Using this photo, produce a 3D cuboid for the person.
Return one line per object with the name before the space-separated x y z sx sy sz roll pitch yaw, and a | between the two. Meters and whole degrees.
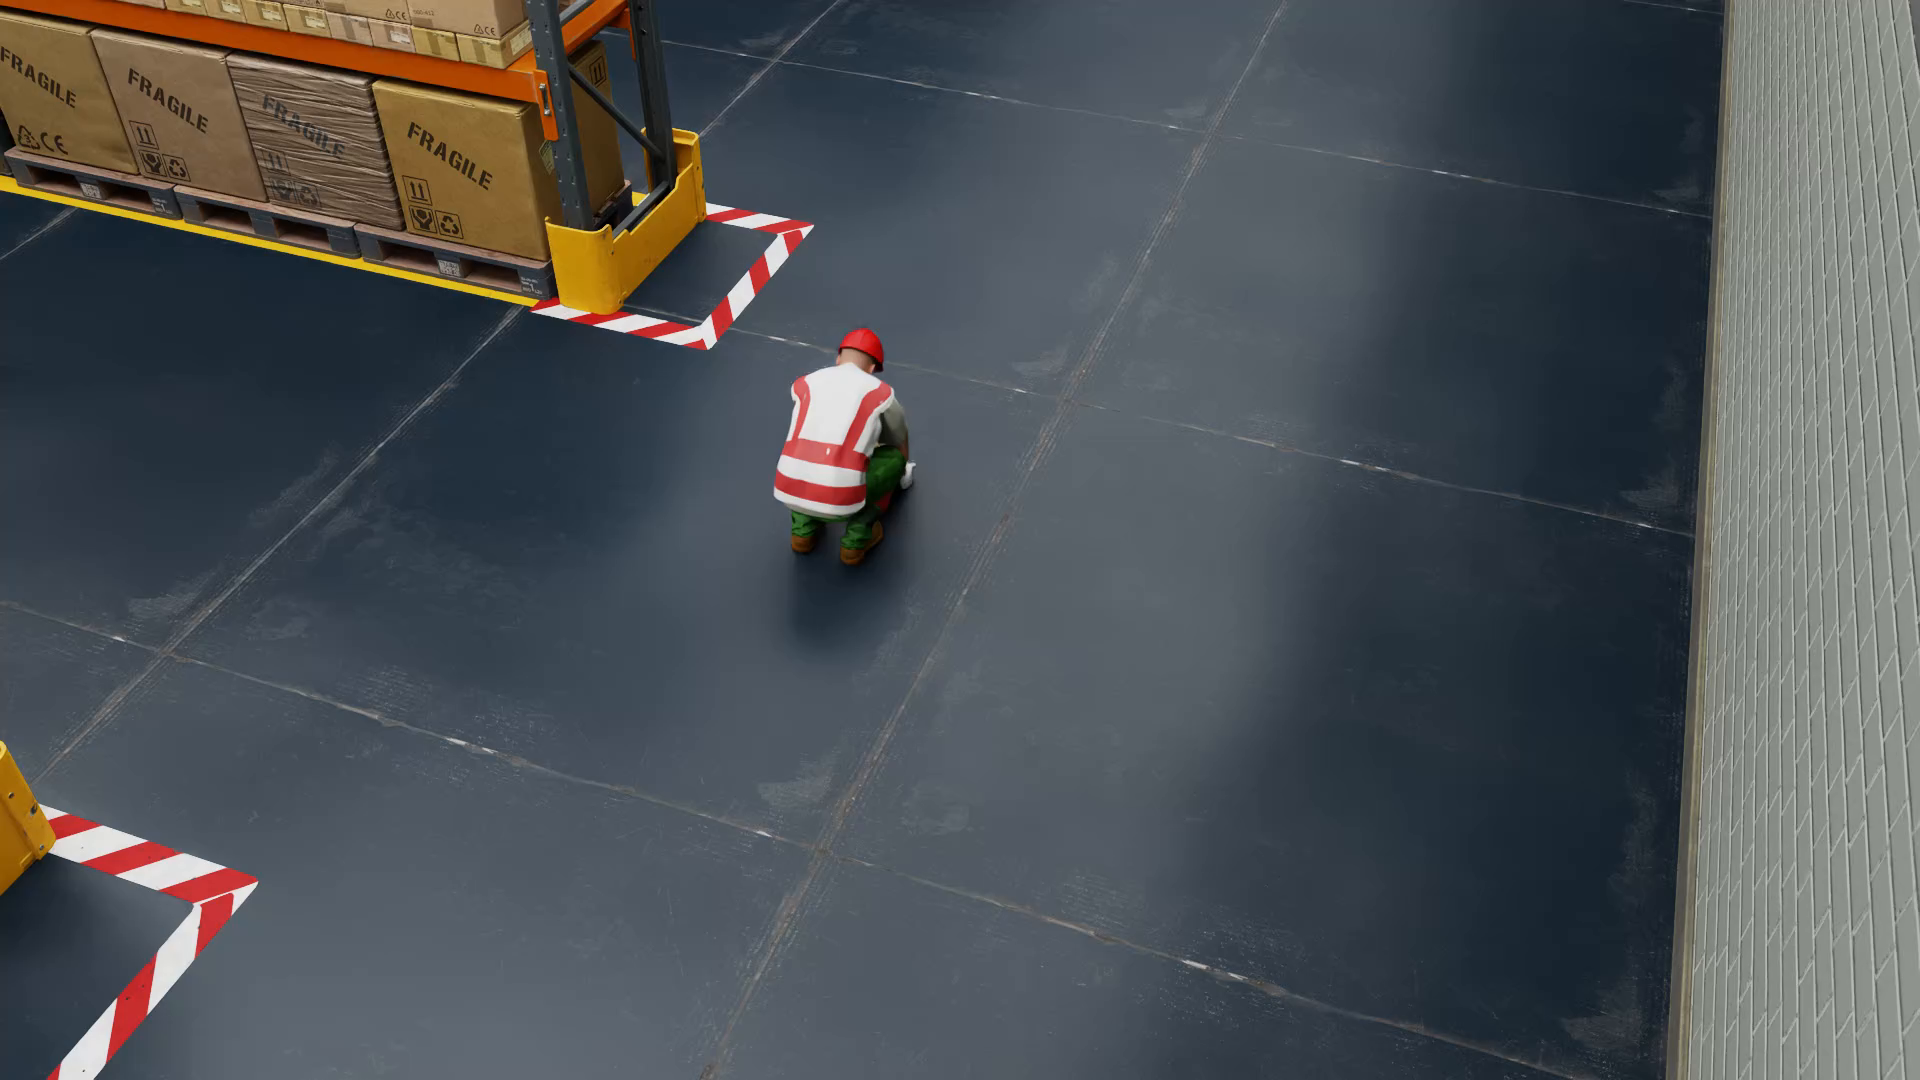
person | -0.514 -0.368 7.393 0.544 0.866 0.921 13 43 15
